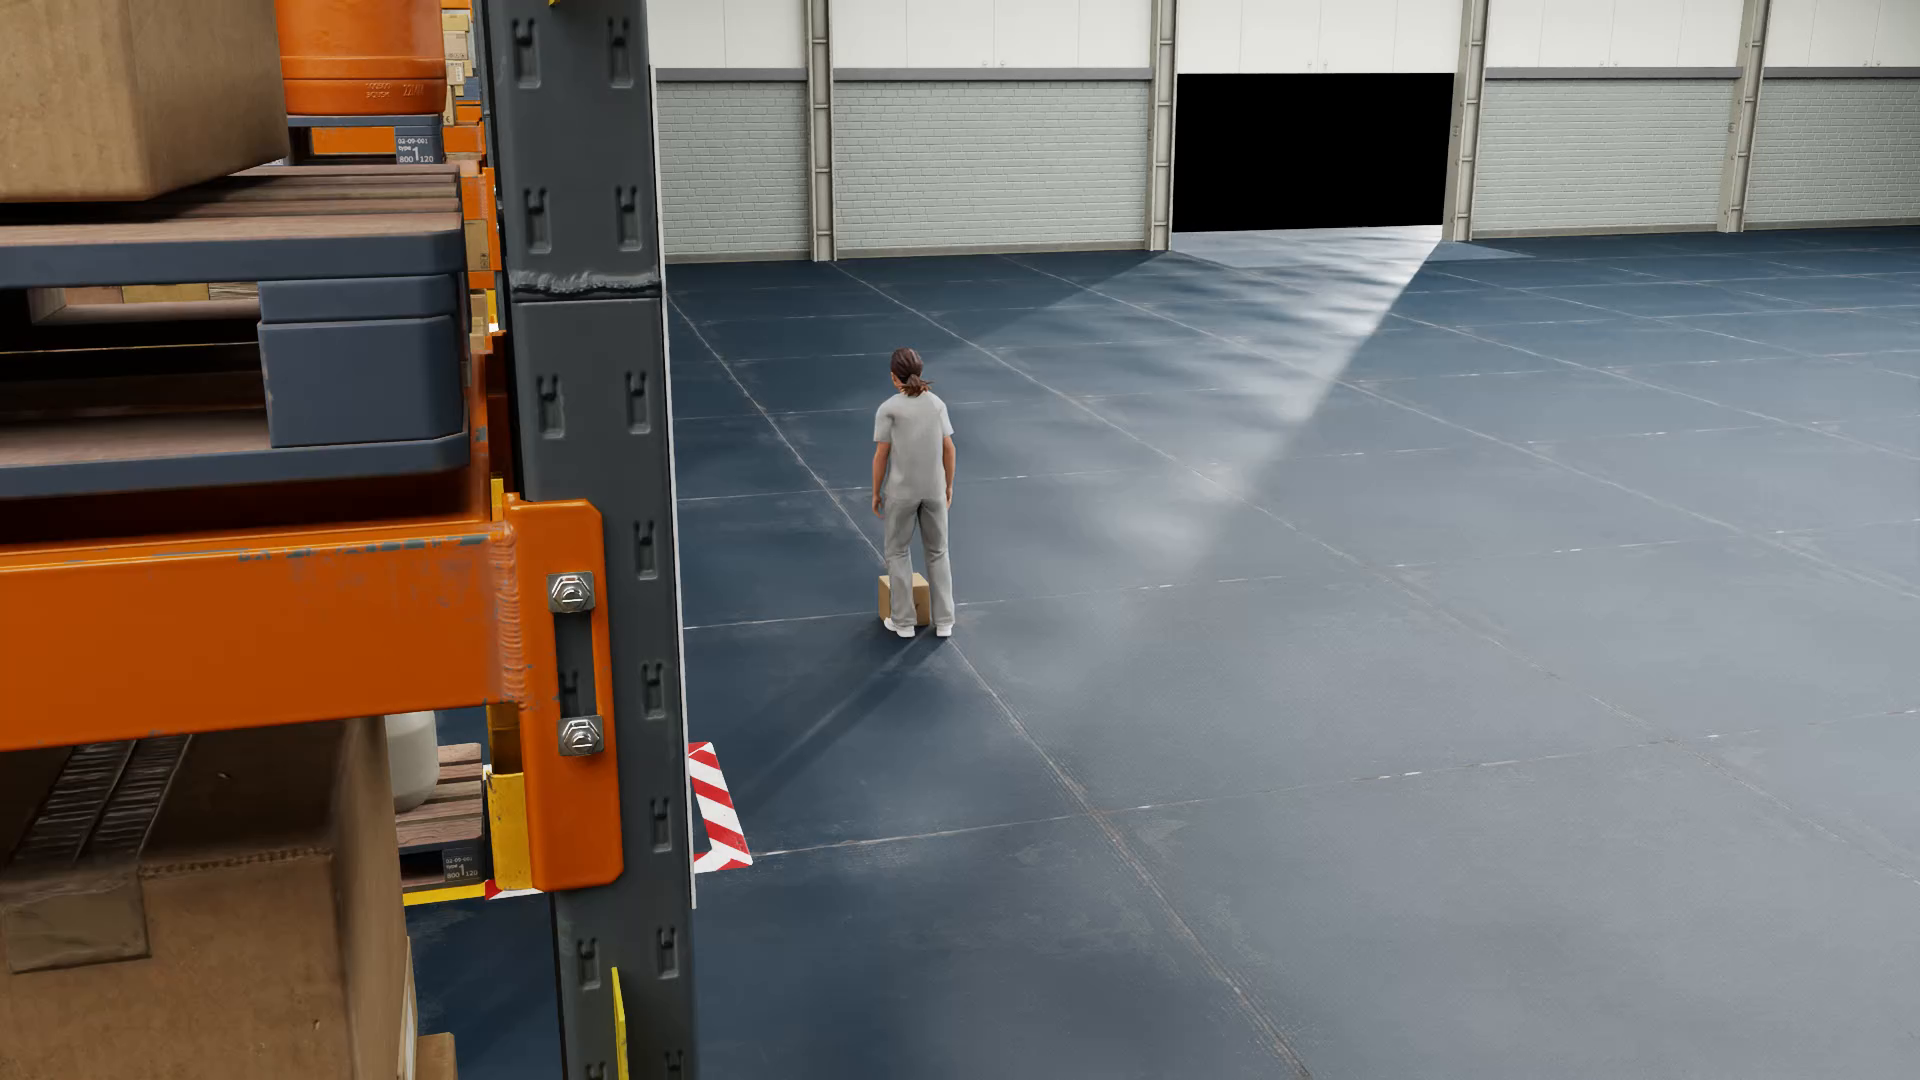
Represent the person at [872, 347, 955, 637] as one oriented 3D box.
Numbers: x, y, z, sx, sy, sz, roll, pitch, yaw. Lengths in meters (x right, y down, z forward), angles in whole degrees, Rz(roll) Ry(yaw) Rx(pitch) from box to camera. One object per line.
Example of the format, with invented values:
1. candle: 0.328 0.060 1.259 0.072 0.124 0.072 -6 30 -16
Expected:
1. person: -0.266 -0.265 9.457 0.513 1.671 0.416 -6 17 -19
